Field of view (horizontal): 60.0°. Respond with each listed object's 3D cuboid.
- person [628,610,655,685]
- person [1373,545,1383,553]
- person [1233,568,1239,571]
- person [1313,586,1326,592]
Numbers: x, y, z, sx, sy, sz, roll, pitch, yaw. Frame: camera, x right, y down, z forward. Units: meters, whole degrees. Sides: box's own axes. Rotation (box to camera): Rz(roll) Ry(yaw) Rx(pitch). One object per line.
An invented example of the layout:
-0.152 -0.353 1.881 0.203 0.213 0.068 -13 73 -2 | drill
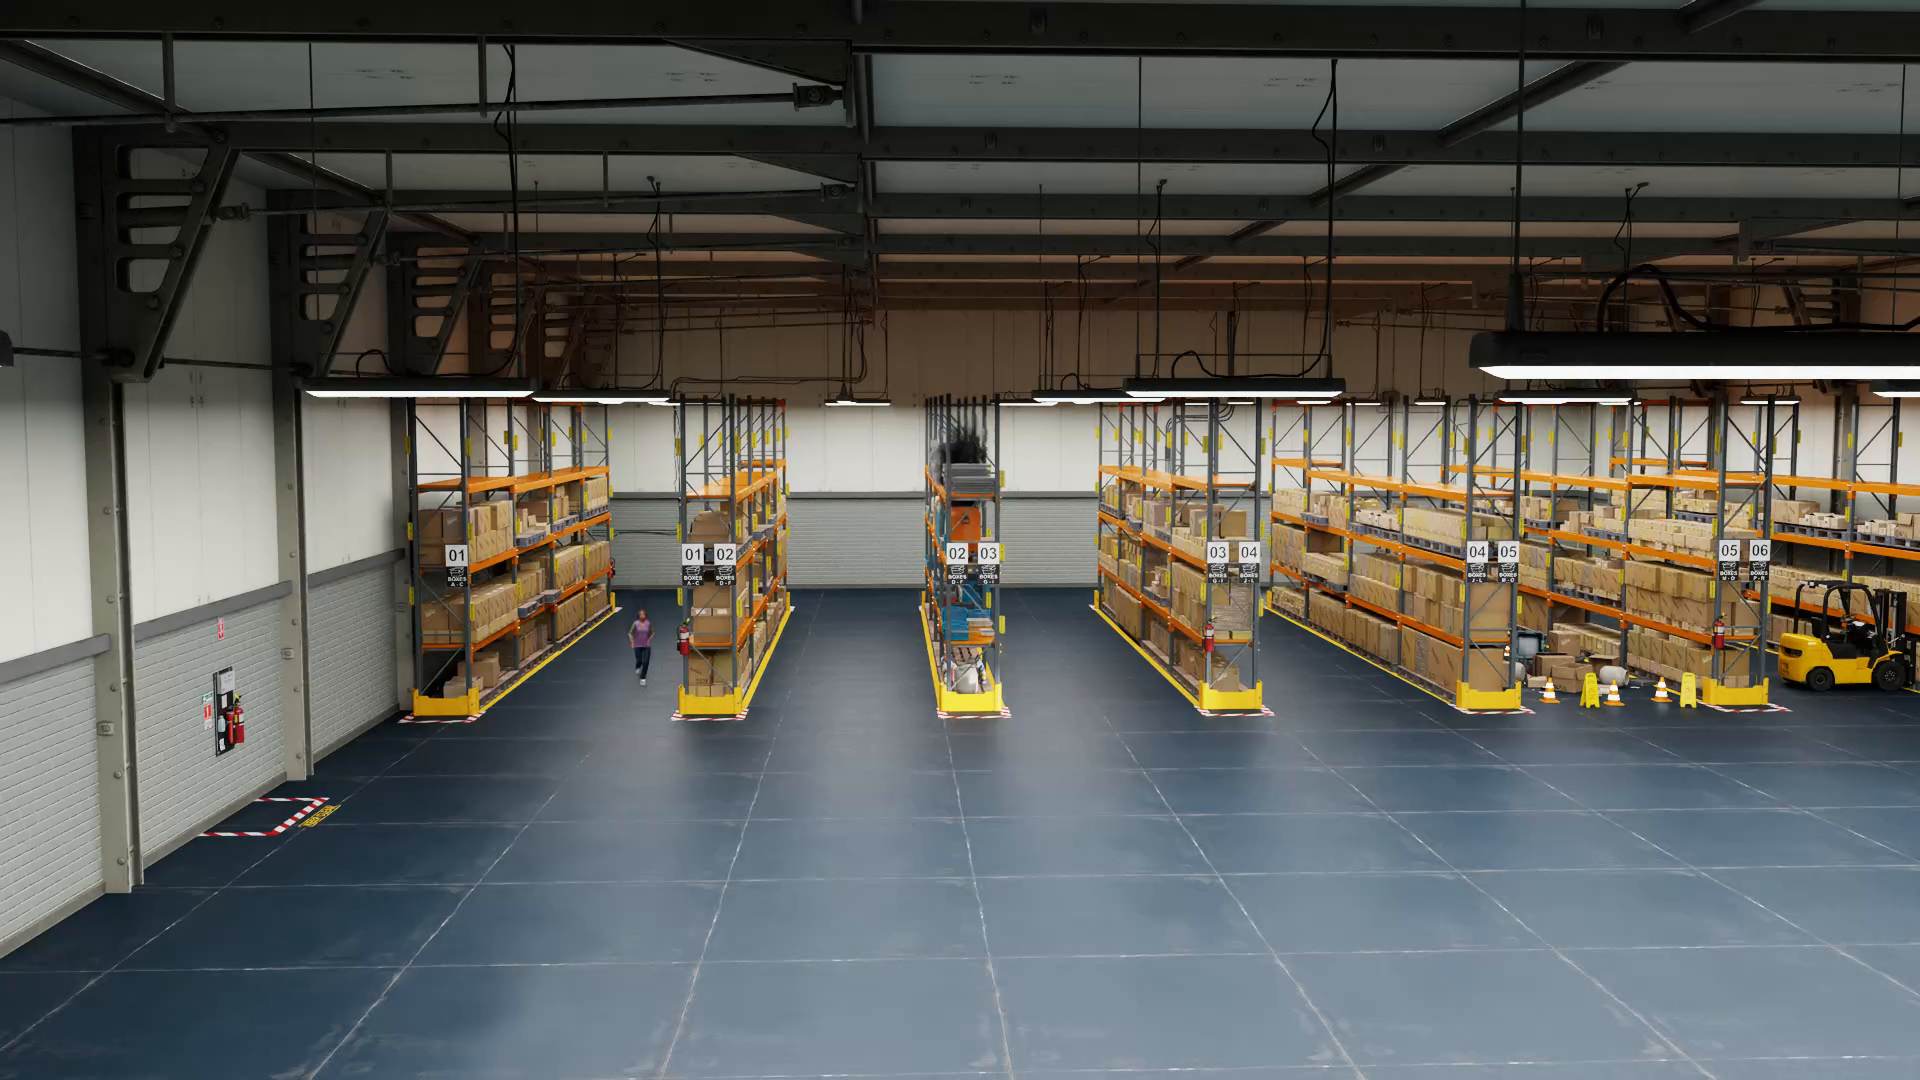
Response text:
-6.598 2.225 34.543 0.536 1.555 0.544 -1 5 -18 | person
12.380 0.992 49.325 0.757 1.792 0.678 0 5 1 | person
7.640 1.206 47.266 0.673 1.594 0.768 0 5 5 | person
10.538 1.032 48.486 0.789 1.736 0.622 -3 5 -31 | person
